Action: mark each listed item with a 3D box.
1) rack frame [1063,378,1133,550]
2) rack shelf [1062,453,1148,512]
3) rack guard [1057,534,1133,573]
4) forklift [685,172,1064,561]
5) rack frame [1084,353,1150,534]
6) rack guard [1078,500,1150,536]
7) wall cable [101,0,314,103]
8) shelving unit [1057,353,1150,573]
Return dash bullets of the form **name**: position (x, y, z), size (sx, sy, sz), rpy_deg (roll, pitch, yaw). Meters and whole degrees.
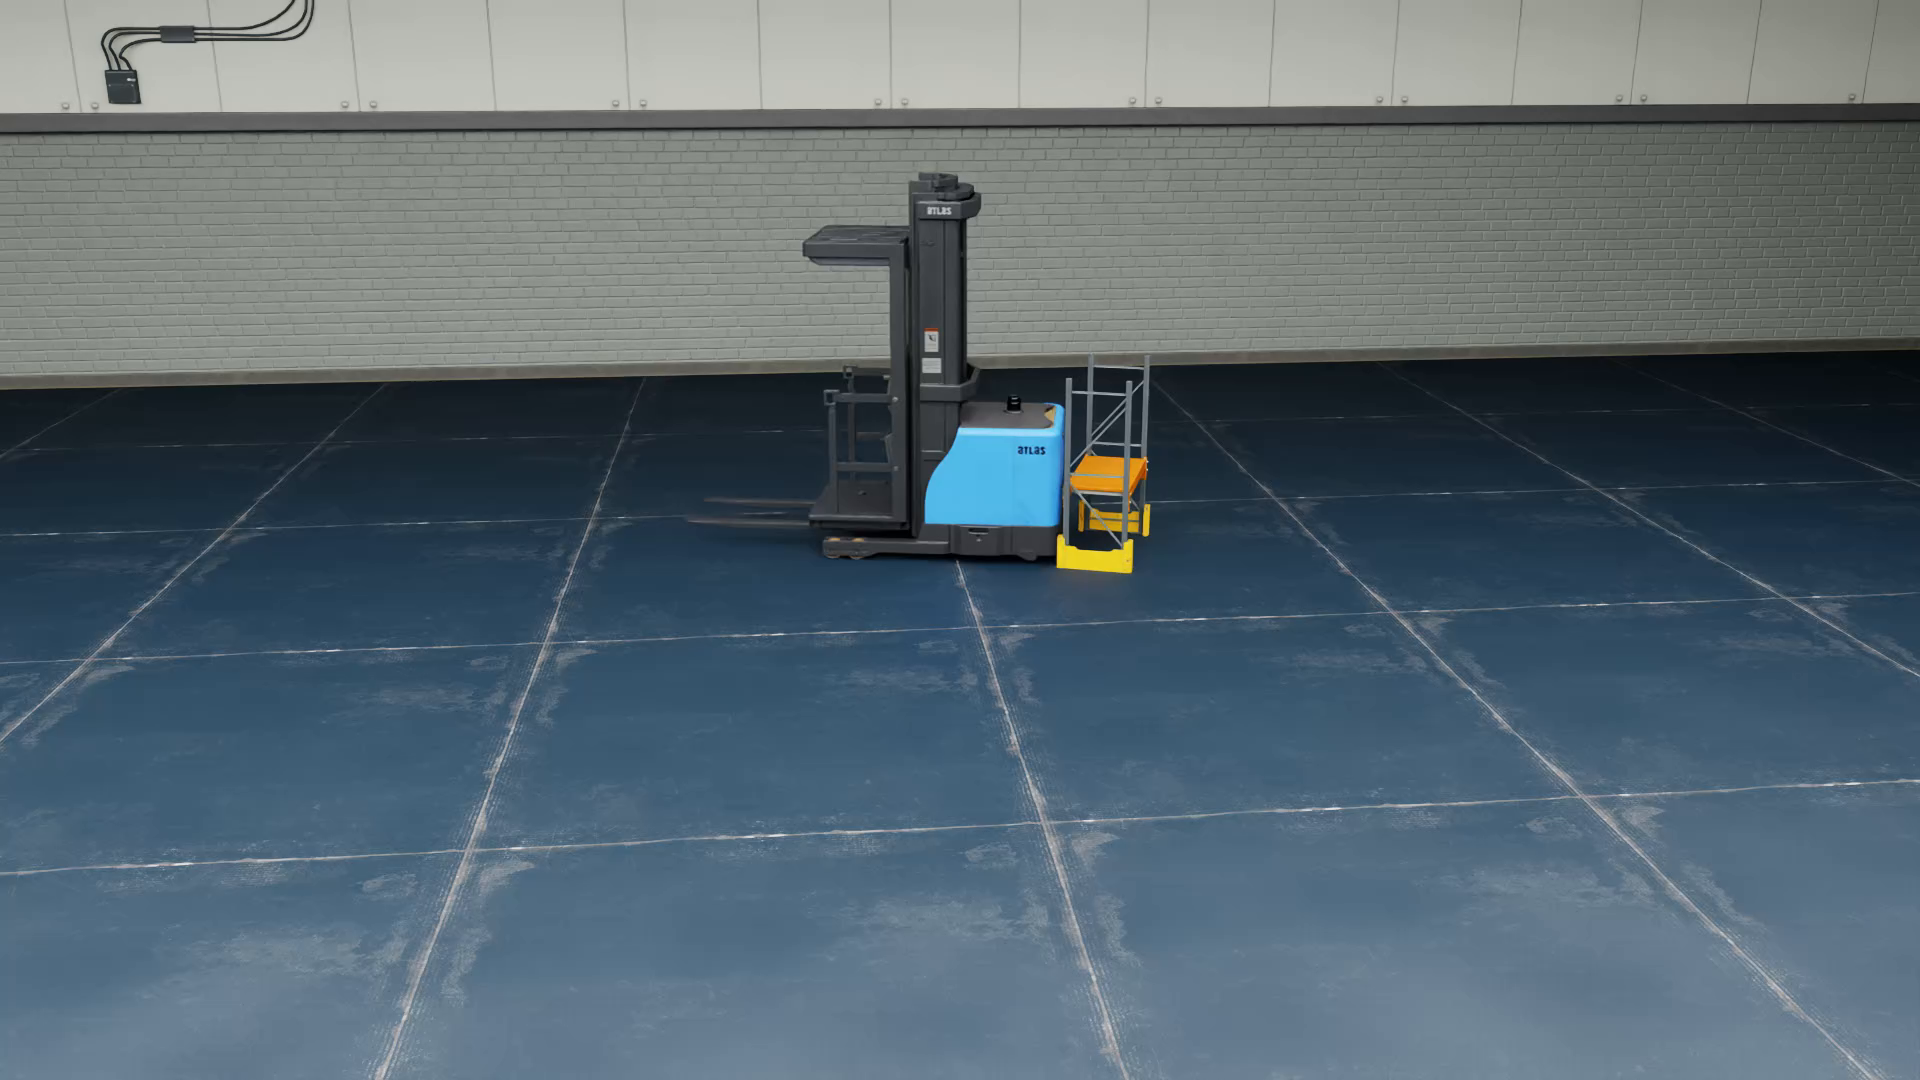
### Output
- **rack frame**: position (1.047, -0.489, 12.731), size (0.500, 1.500, 0.032), rpy_deg (4, 18, 13)
- **rack shelf**: position (1.167, -0.465, 13.256), size (0.538, 0.185, 1.000), rpy_deg (4, 18, 13)
- **rack guard**: position (1.047, 0.107, 12.919), size (0.587, 0.250, 0.087), rpy_deg (4, 18, 13)
- **forklift**: position (-0.683, -1.398, 13.236), size (3.031, 2.935, 1.130), rpy_deg (1, 17, 5)
- **rack frame**: position (1.287, -0.785, 13.673), size (0.500, 1.500, 0.032), rpy_deg (4, 18, 13)
- **rack guard**: position (1.282, -0.183, 13.843), size (0.587, 0.250, 0.087), rpy_deg (4, 18, 13)
- **wall cable**: position (-8.248, -7.729, 17.596), size (2.305, 6.003, 0.169), rpy_deg (-2, 18, -6)
- **shelving unit**: position (1.165, -0.634, 13.194), size (0.587, 1.500, 1.083), rpy_deg (4, 18, 13)
